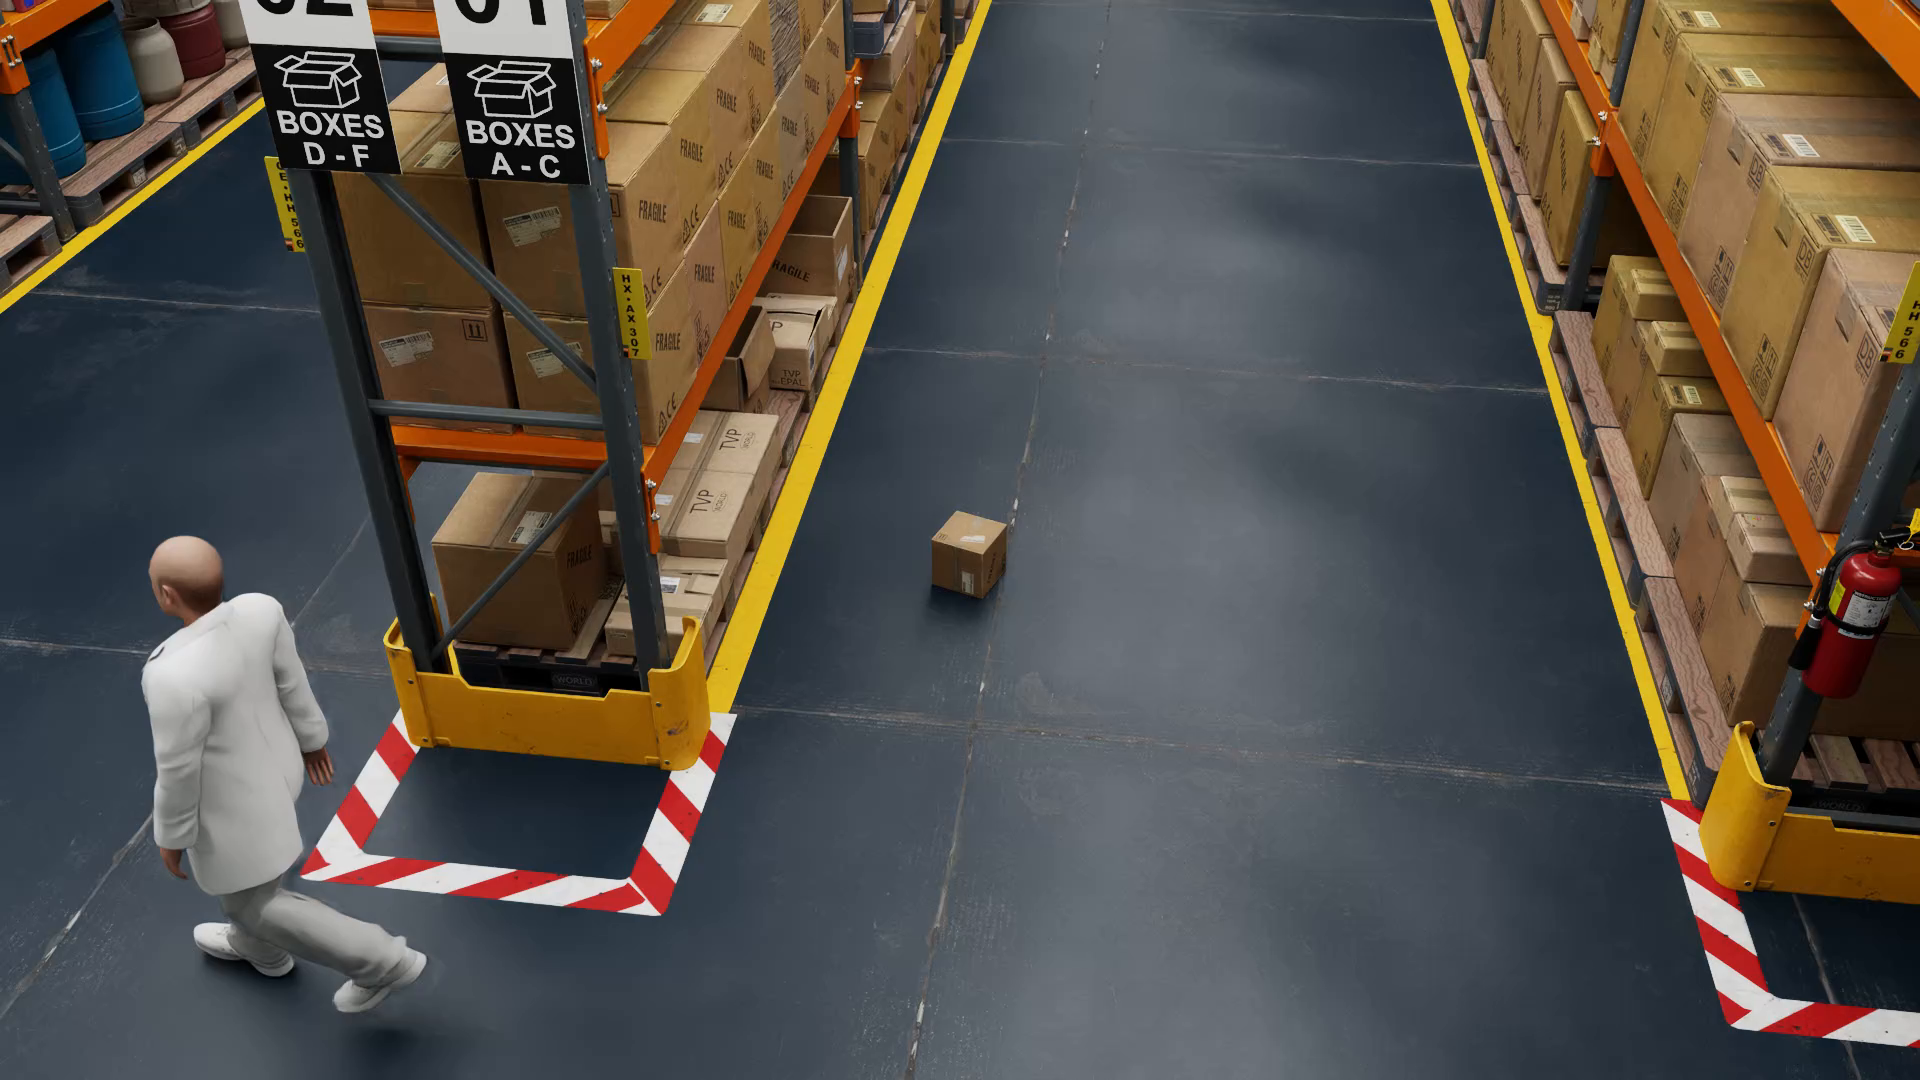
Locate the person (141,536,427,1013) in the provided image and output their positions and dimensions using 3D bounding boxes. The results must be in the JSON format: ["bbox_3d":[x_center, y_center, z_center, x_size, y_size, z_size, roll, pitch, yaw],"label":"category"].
[{"bbox_3d":[-2.160,0.761,5.091,0.941,1.749,0.628,6,36,8],"label":"person"}]
